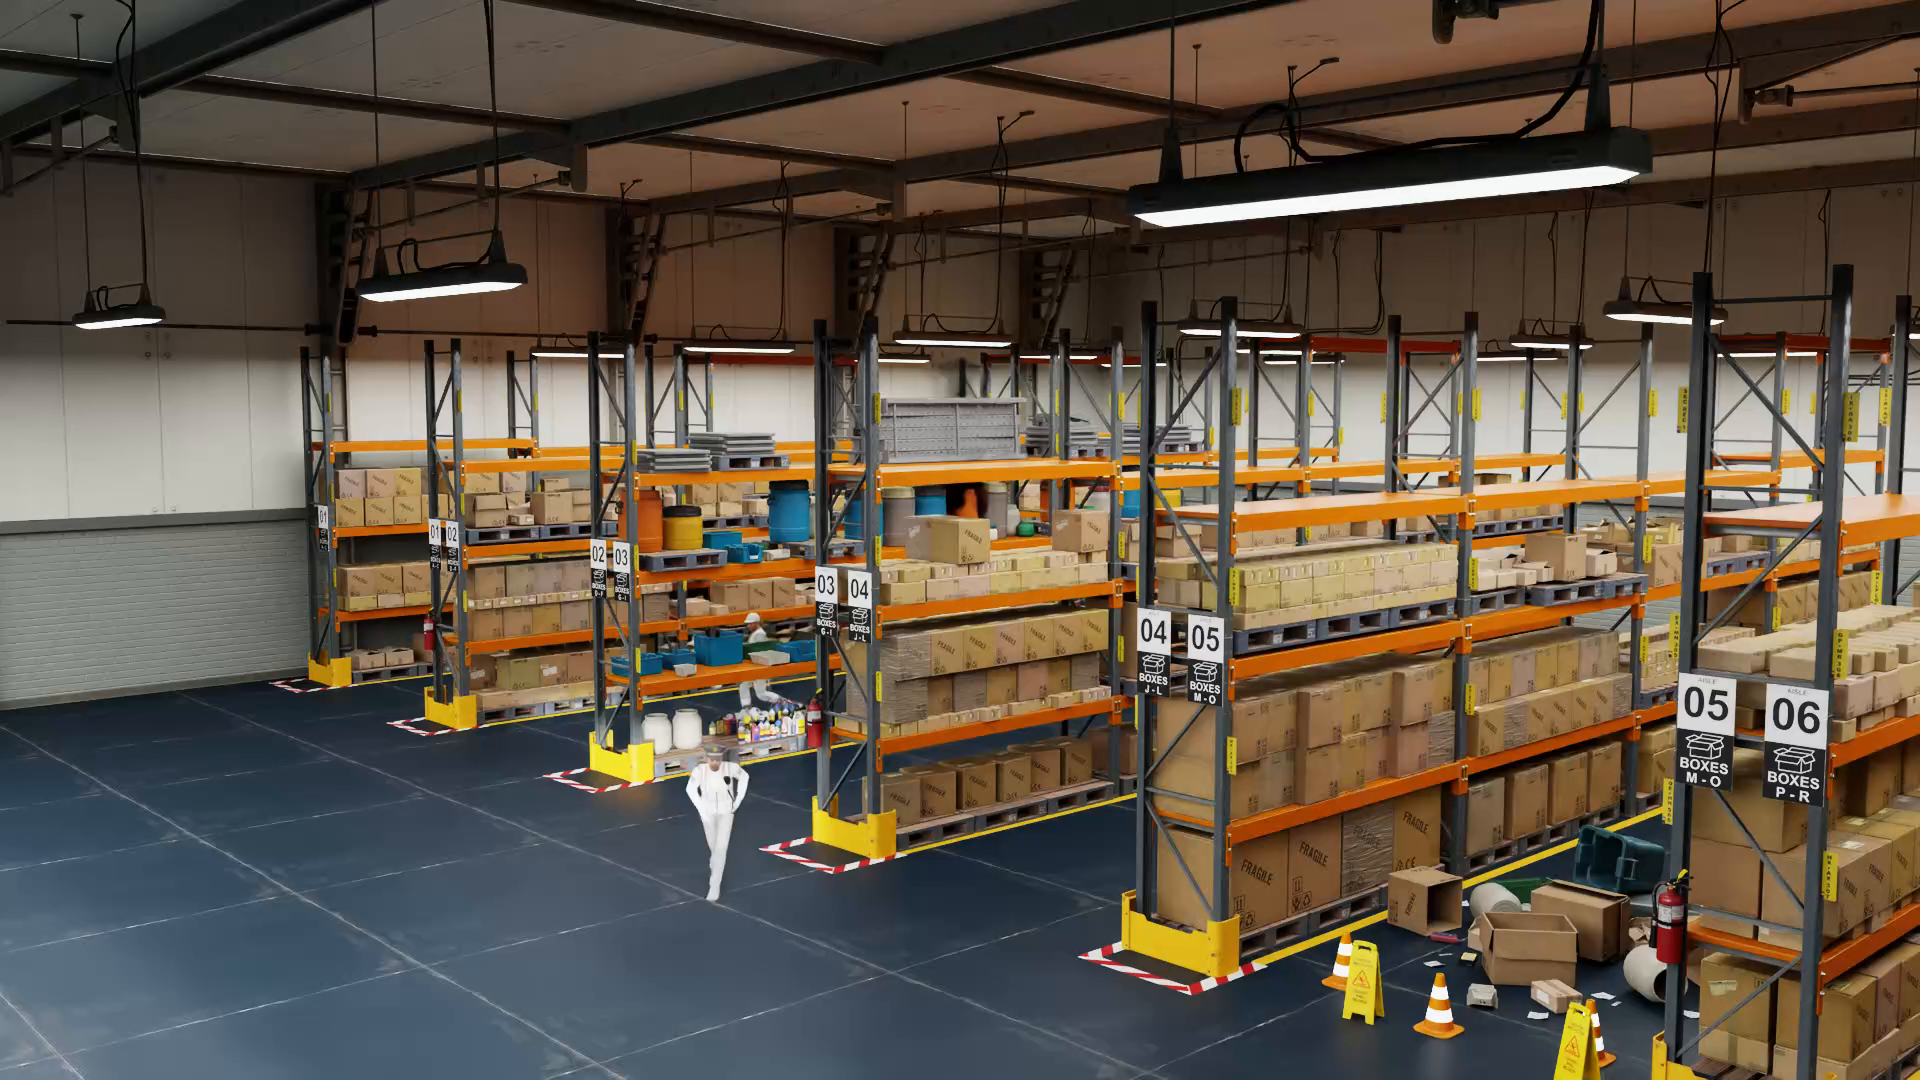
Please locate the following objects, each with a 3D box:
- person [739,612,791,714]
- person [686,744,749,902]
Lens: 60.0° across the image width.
[{"bbox_3d":[-3.127,1.992,26.107,0.936,1.739,0.642,-2,5,-19],"label":"person"},{"bbox_3d":[-2.528,2.864,17.371,0.645,1.627,0.961,-1,5,-10],"label":"person"}]
